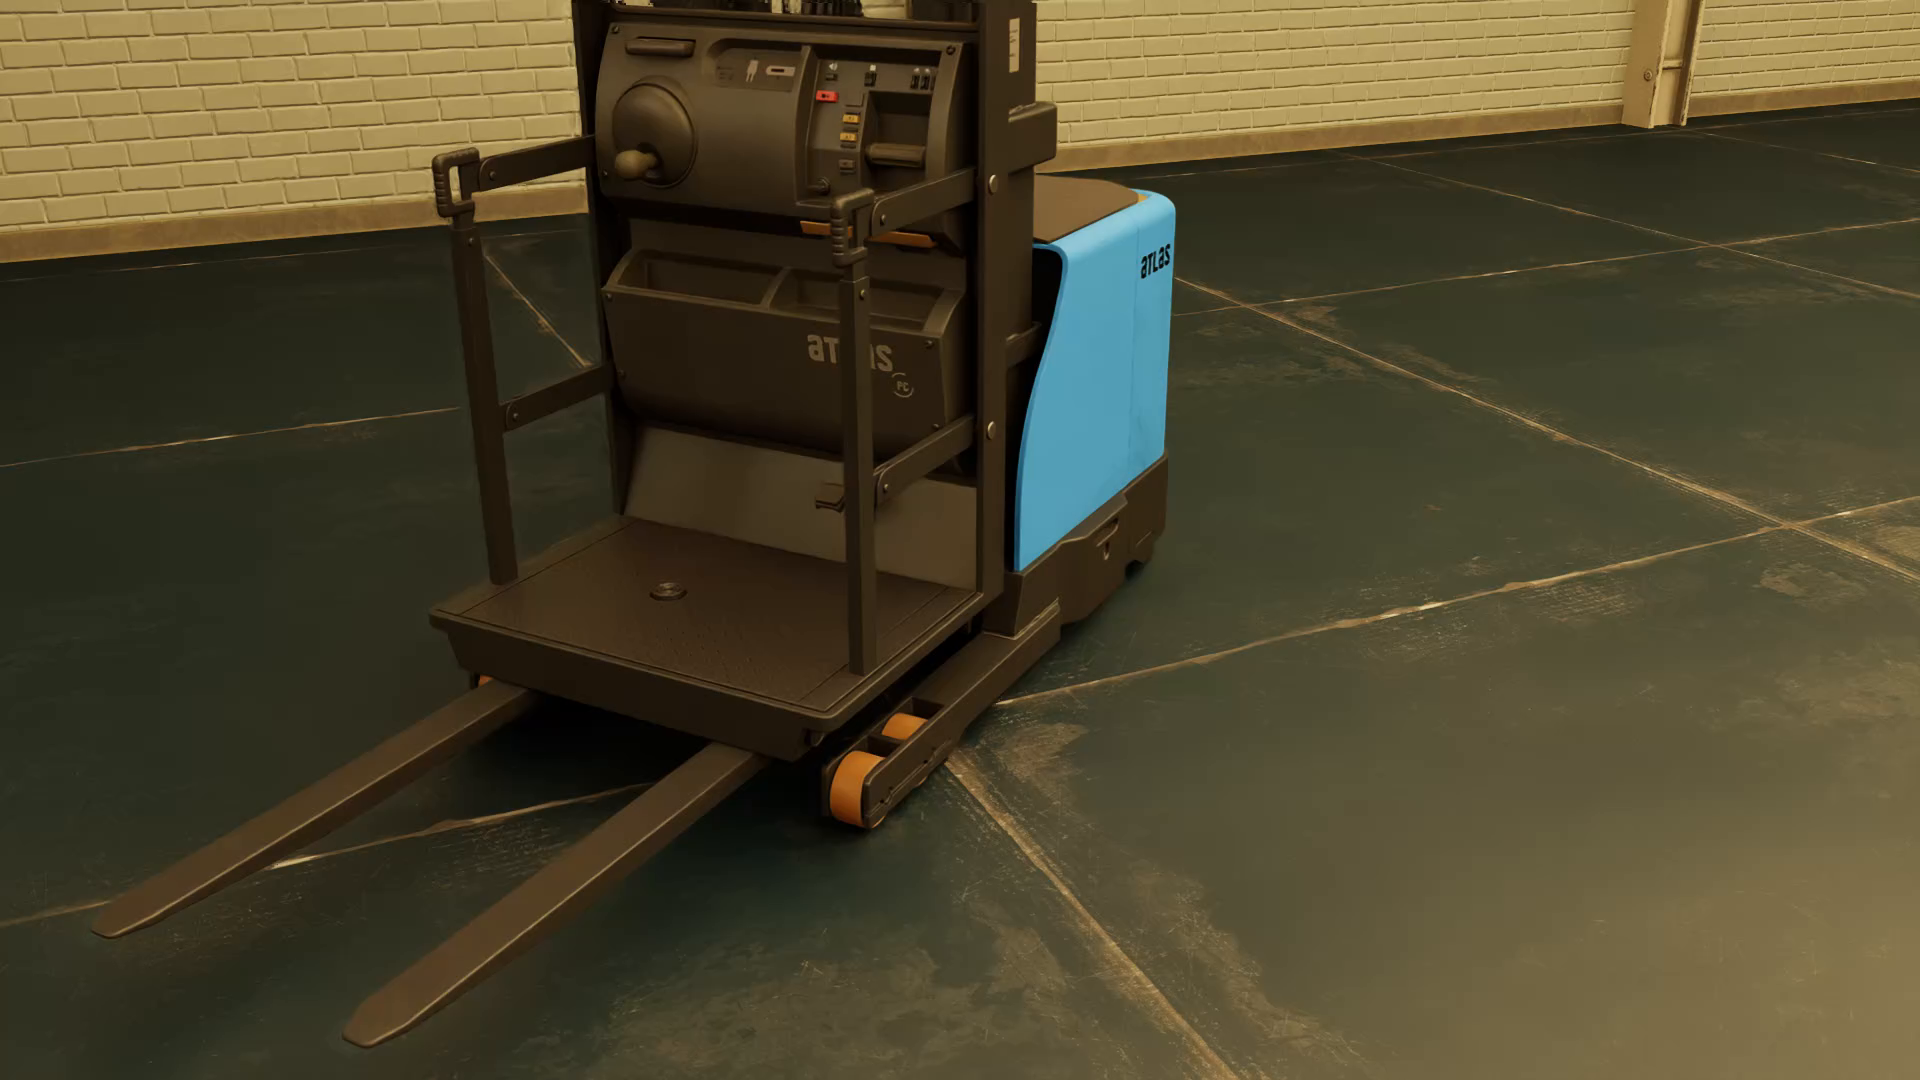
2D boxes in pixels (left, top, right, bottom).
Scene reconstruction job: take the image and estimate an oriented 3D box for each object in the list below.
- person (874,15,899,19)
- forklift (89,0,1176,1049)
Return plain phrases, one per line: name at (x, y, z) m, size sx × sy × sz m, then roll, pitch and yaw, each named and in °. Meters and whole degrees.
person at (-0.245, -1.075, 5.842) m, size 0.651 × 1.465 × 0.822 m, roll -5°, pitch 23°, yaw -13°
forklift at (-0.517, -0.925, 3.512) m, size 1.130 × 2.935 × 3.031 m, roll 11°, pitch 25°, yaw 26°
